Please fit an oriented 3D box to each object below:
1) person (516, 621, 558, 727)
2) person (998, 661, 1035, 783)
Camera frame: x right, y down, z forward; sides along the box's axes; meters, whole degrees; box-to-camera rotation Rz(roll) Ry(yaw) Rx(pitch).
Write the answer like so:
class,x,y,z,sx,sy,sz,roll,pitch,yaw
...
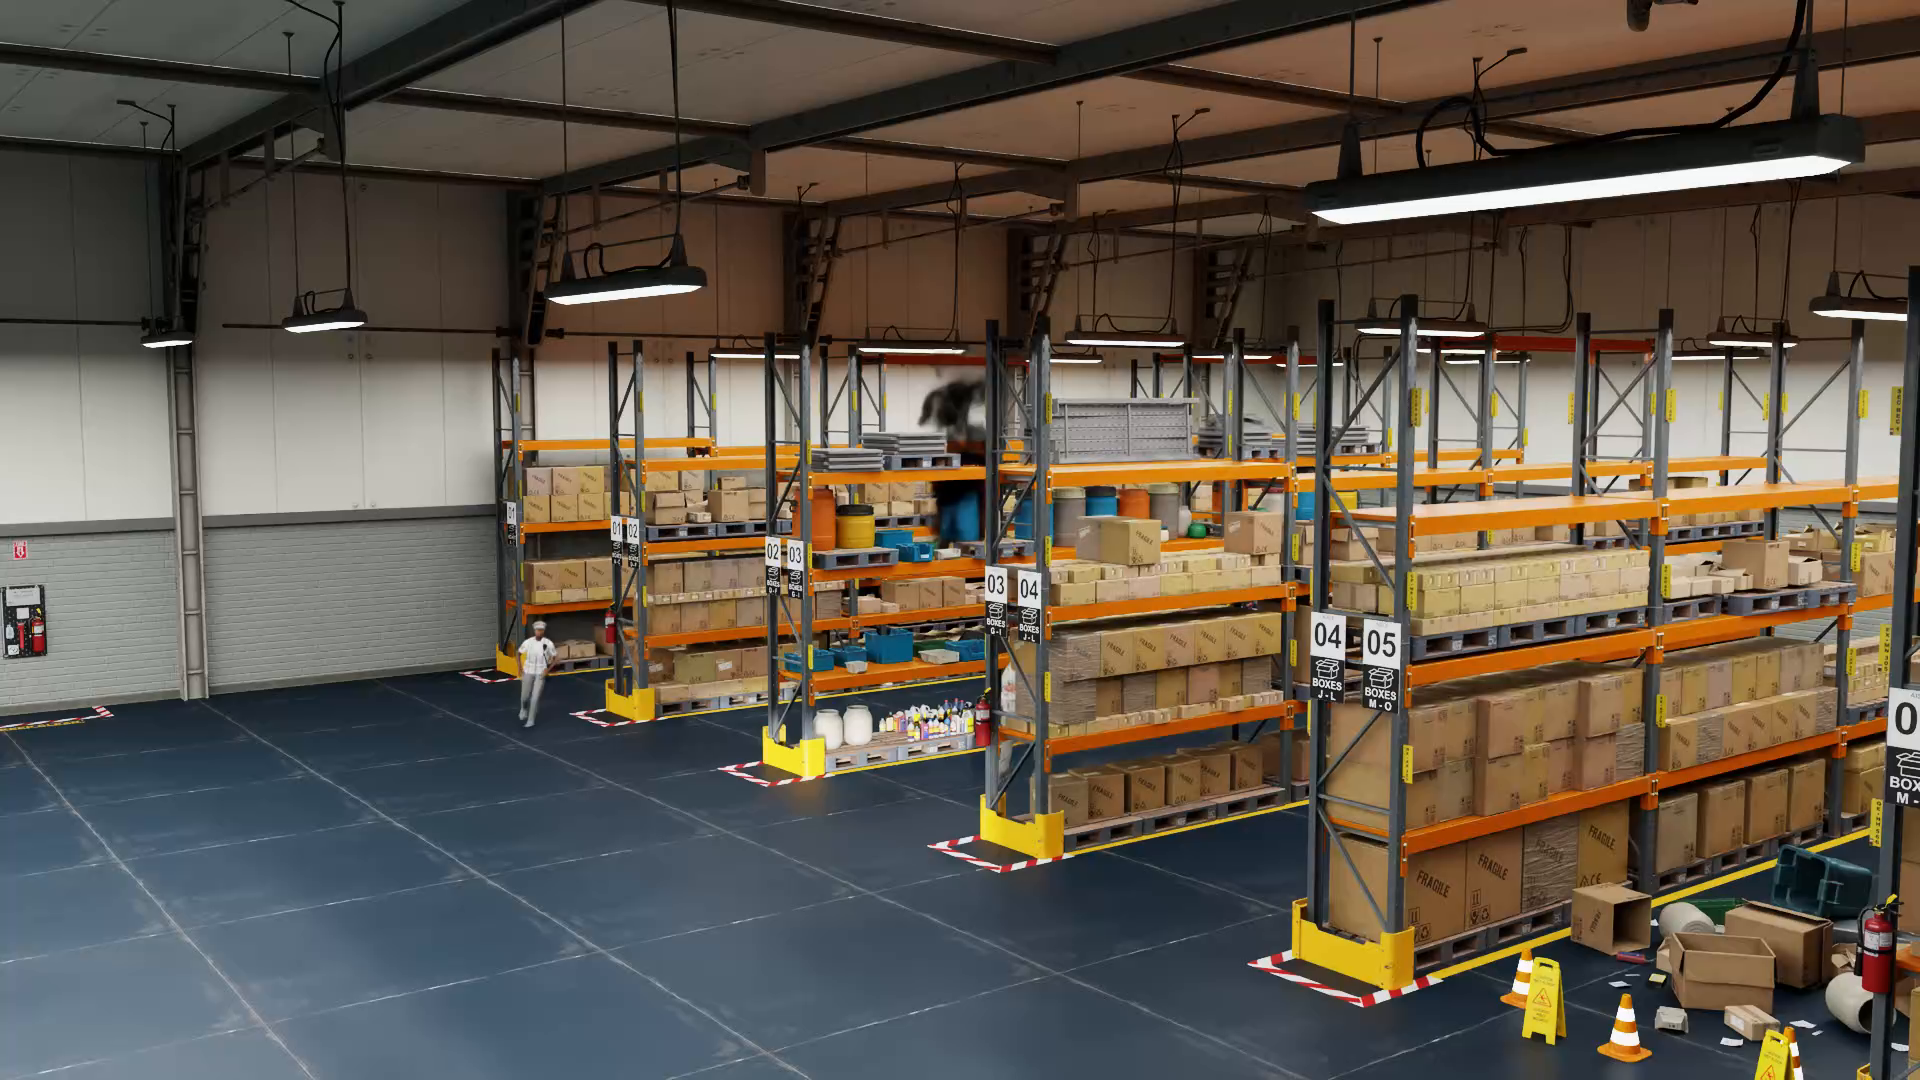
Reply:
class,x,y,z,sx,sy,sz,roll,pitch,yaw
person,-6.589,2.072,25.935,0.635,1.645,0.522,-1,5,-13
person,0.728,2.154,20.873,0.662,1.828,0.923,4,7,41
